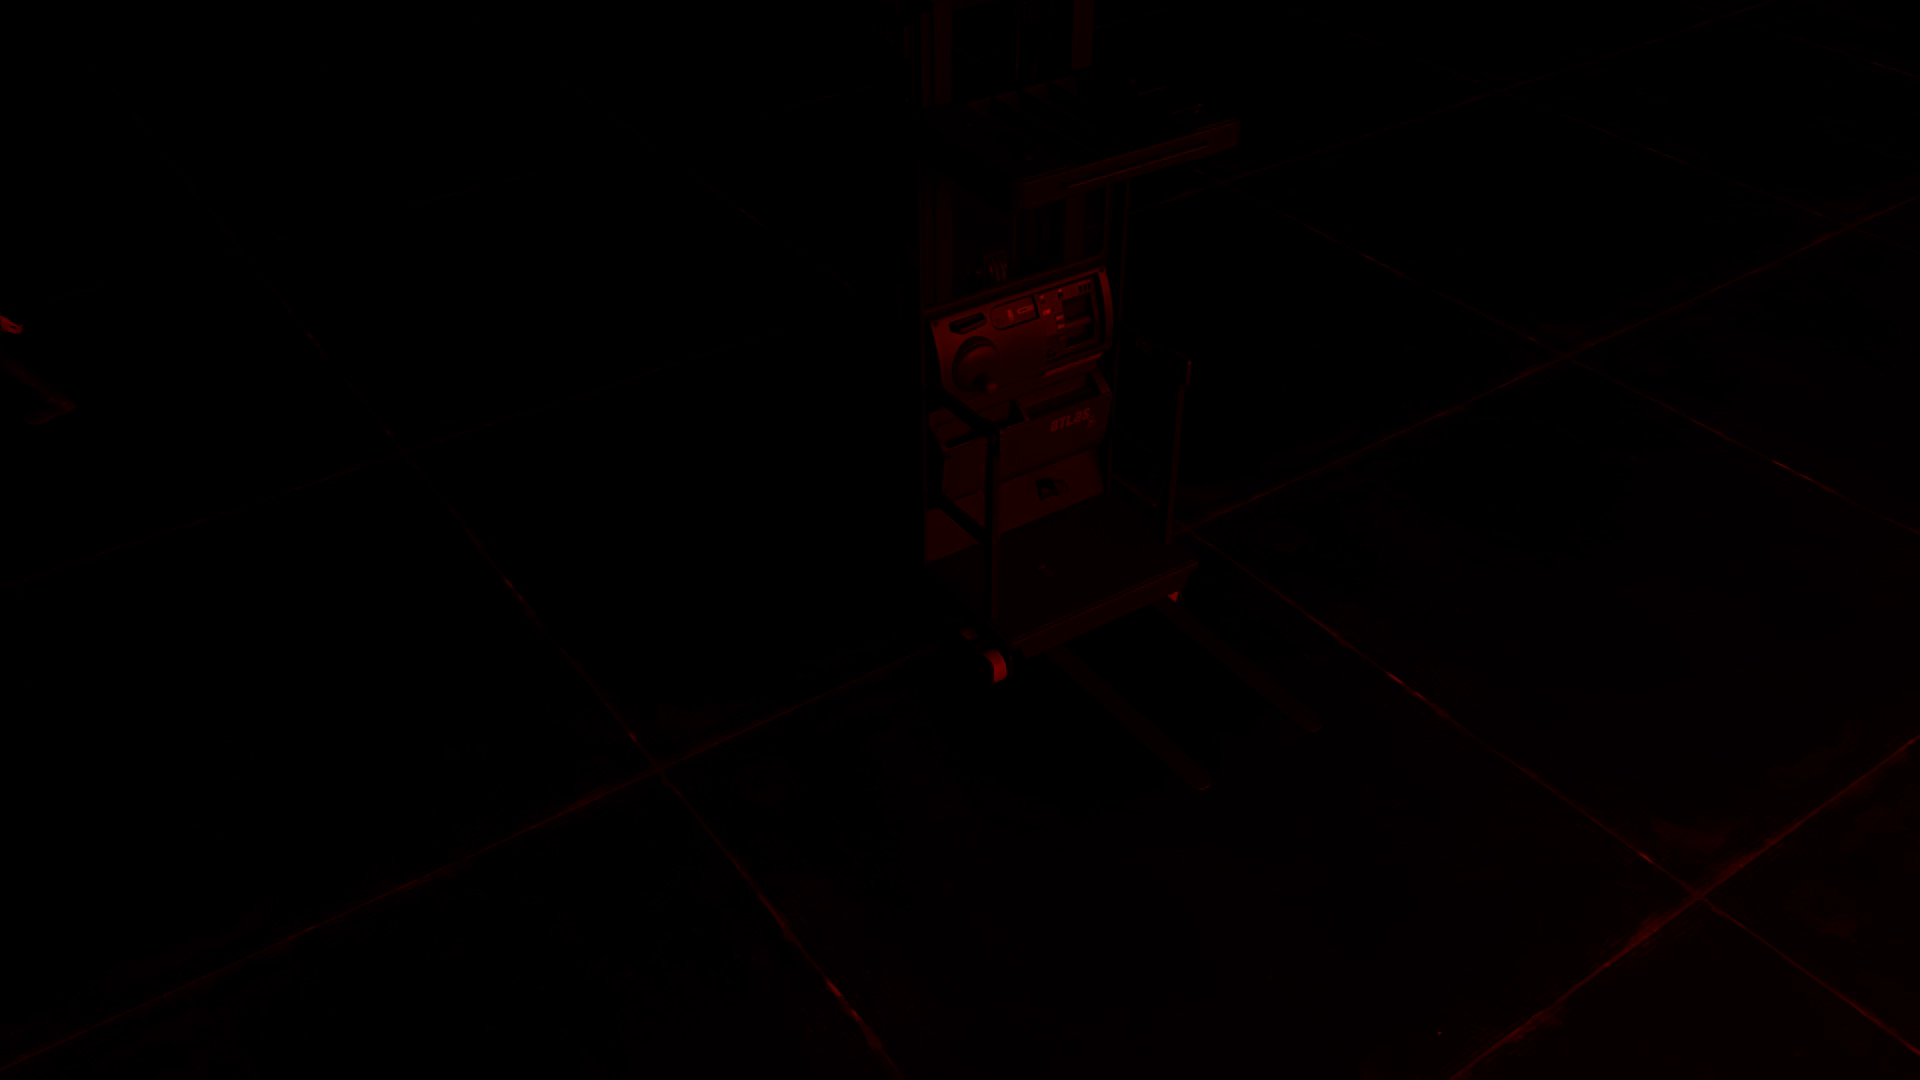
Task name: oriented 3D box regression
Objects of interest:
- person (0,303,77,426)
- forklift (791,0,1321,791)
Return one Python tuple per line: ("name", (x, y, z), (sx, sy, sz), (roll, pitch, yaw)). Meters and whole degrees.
("person", (-5.310, -1.231, 8.790), (0.858, 1.571, 0.509), (0, 36, 0))
("forklift", (0.397, -0.851, 7.095), (1.130, 2.935, 3.031), (-22, 42, -27))
